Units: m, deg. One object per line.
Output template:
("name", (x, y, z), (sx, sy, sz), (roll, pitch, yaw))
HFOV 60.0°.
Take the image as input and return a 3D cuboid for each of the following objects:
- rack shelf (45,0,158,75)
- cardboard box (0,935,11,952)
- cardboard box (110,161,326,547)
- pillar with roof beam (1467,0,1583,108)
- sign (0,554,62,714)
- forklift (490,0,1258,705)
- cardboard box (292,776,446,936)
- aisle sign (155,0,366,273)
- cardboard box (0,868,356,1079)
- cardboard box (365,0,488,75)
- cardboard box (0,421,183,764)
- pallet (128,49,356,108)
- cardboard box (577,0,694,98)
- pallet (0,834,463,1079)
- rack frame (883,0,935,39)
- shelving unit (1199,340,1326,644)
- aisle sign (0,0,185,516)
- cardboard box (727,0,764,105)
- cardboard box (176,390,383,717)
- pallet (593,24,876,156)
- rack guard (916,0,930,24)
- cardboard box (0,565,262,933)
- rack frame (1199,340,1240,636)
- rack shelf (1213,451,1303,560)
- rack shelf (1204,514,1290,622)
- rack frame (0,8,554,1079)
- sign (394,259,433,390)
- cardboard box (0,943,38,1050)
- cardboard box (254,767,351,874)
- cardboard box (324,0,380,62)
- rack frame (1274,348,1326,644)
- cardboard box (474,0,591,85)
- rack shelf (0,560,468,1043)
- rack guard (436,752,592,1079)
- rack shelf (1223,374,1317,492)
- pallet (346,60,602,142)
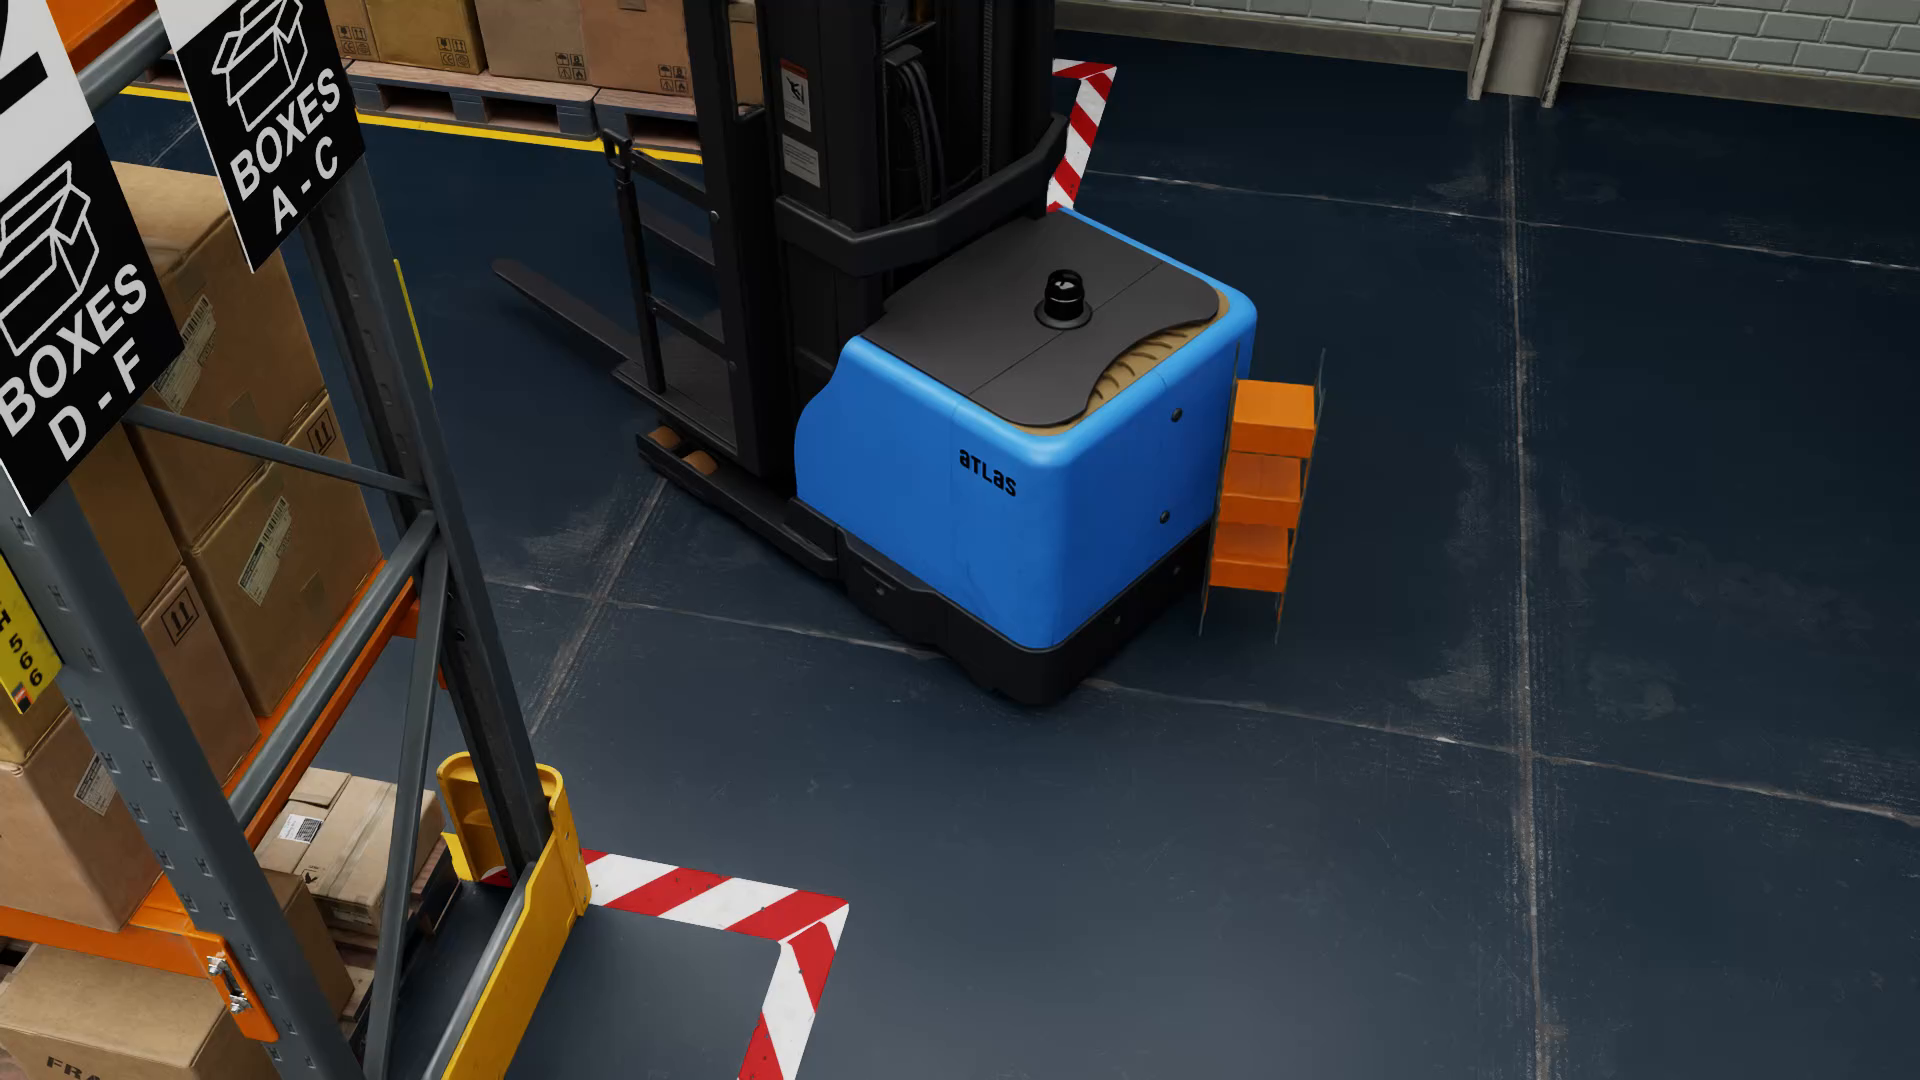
("rack shelf", (-3.203, -0.855, 2.831), (4.000, 0.370, 1.077), (9, 45, 9))
("cardboard box", (-2.756, 1.021, 4.191), (0.500, 0.250, 0.500), (9, 45, 9))
("cardboard box", (-1.627, -0.373, 3.181), (0.500, 0.500, 0.500), (10, 45, 10))
("pillar with roof beam", (1.710, -2.508, 1.867), (0.400, 9.000, 9.100), (9, 45, 9))
("sign", (-1.392, 0.111, 2.409), (0.005, 0.325, 0.100), (9, 45, 9))
("forklift", (-0.519, -1.445, 5.138), (3.031, 2.935, 1.130), (33, 53, 29))
("cardboard box", (-1.585, 0.842, 4.451), (0.250, 0.149, 0.380), (9, 45, 9))
("aisle sign", (-1.121, -0.856, 2.602), (0.004, 0.787, 0.394), (9, 45, 9))
("cardboard box", (-1.836, 1.096, 3.934), (0.500, 0.500, 0.500), (9, 45, 9))
("cardboard box", (-2.379, -2.600, 7.788), (0.500, 0.500, 0.700), (10, 45, 10))
("cardboard box", (-1.746, -0.008, 2.803), (0.500, 0.500, 0.500), (8, 45, 9))
("pallet", (-3.352, -2.517, 8.213), (1.213, 0.211, 1.003), (9, 45, 9))
("cardboard box", (-1.366, -2.449, 7.631), (0.500, 0.500, 0.700), (9, 45, 9))
("pallet", (-2.104, 1.142, 4.411), (1.213, 0.211, 1.003), (9, 45, 9))
("rack frame", (-0.173, -3.084, 6.791), (0.127, 3.000, 1.000), (9, 45, 9))
("shelving unit", (0.918, -0.121, 5.119), (0.252, 1.050, 0.215), (6, 44, 6))
("aisle sign", (-1.252, -0.450, 2.180), (0.004, 0.787, 0.394), (9, 45, 9))
("cardboard box", (-0.878, -2.373, 7.552), (0.500, 0.500, 0.700), (9, 45, 9))
("cardboard box", (-1.627, -0.013, 3.528), (0.500, 0.500, 0.500), (10, 45, 10))
("pallet", (-0.971, -2.147, 7.829), (1.213, 0.211, 1.003), (9, 45, 9))
("rack guard", (-0.150, -2.180, 7.654), (0.348, 0.500, 1.175), (9, 45, 9))
("cardboard box", (-1.748, 0.349, 3.152), (0.500, 0.500, 0.500), (10, 45, 10))
("rack frame", (0.797, -0.134, 5.132), (0.008, 1.050, 0.200), (6, 44, 6))
("rack shelf", (0.918, -0.113, 5.126), (0.240, 0.259, 0.215), (6, 44, 6))
("rack shelf", (0.918, 0.087, 5.319), (0.240, 0.259, 0.215), (6, 44, 6))
("rack frame", (-1.251, 0.269, 3.307), (0.127, 3.000, 1.000), (9, 45, 9))
("sign", (-1.133, -0.410, 3.389), (0.005, 0.325, 0.100), (9, 45, 9))
("cardboard box", (-2.211, 1.094, 4.177), (0.250, 0.166, 0.380), (9, 45, 9))
("cardboard box", (-1.829, 0.798, 4.484), (0.250, 0.166, 0.380), (9, 45, 9))
("cardboard box", (-2.880, -2.679, 7.870), (0.500, 0.500, 0.700), (8, 45, 9))
("rack frame", (1.038, -0.108, 5.106), (0.008, 1.050, 0.200), (6, 44, 6))
("cardboard box", (-1.857, -2.524, 7.709), (0.500, 0.500, 0.700), (7, 44, 8))
("rack shelf", (-3.203, 0.225, 3.872), (4.000, 0.370, 1.077), (9, 45, 9))
("rack guard", (-1.325, 1.158, 4.186), (0.348, 0.500, 1.175), (9, 45, 9))
("rack shelf", (0.918, -0.318, 4.929), (0.240, 0.259, 0.215), (6, 44, 6))
("pallet", (-2.157, -2.334, 8.022), (1.213, 0.211, 1.003), (9, 45, 9))
